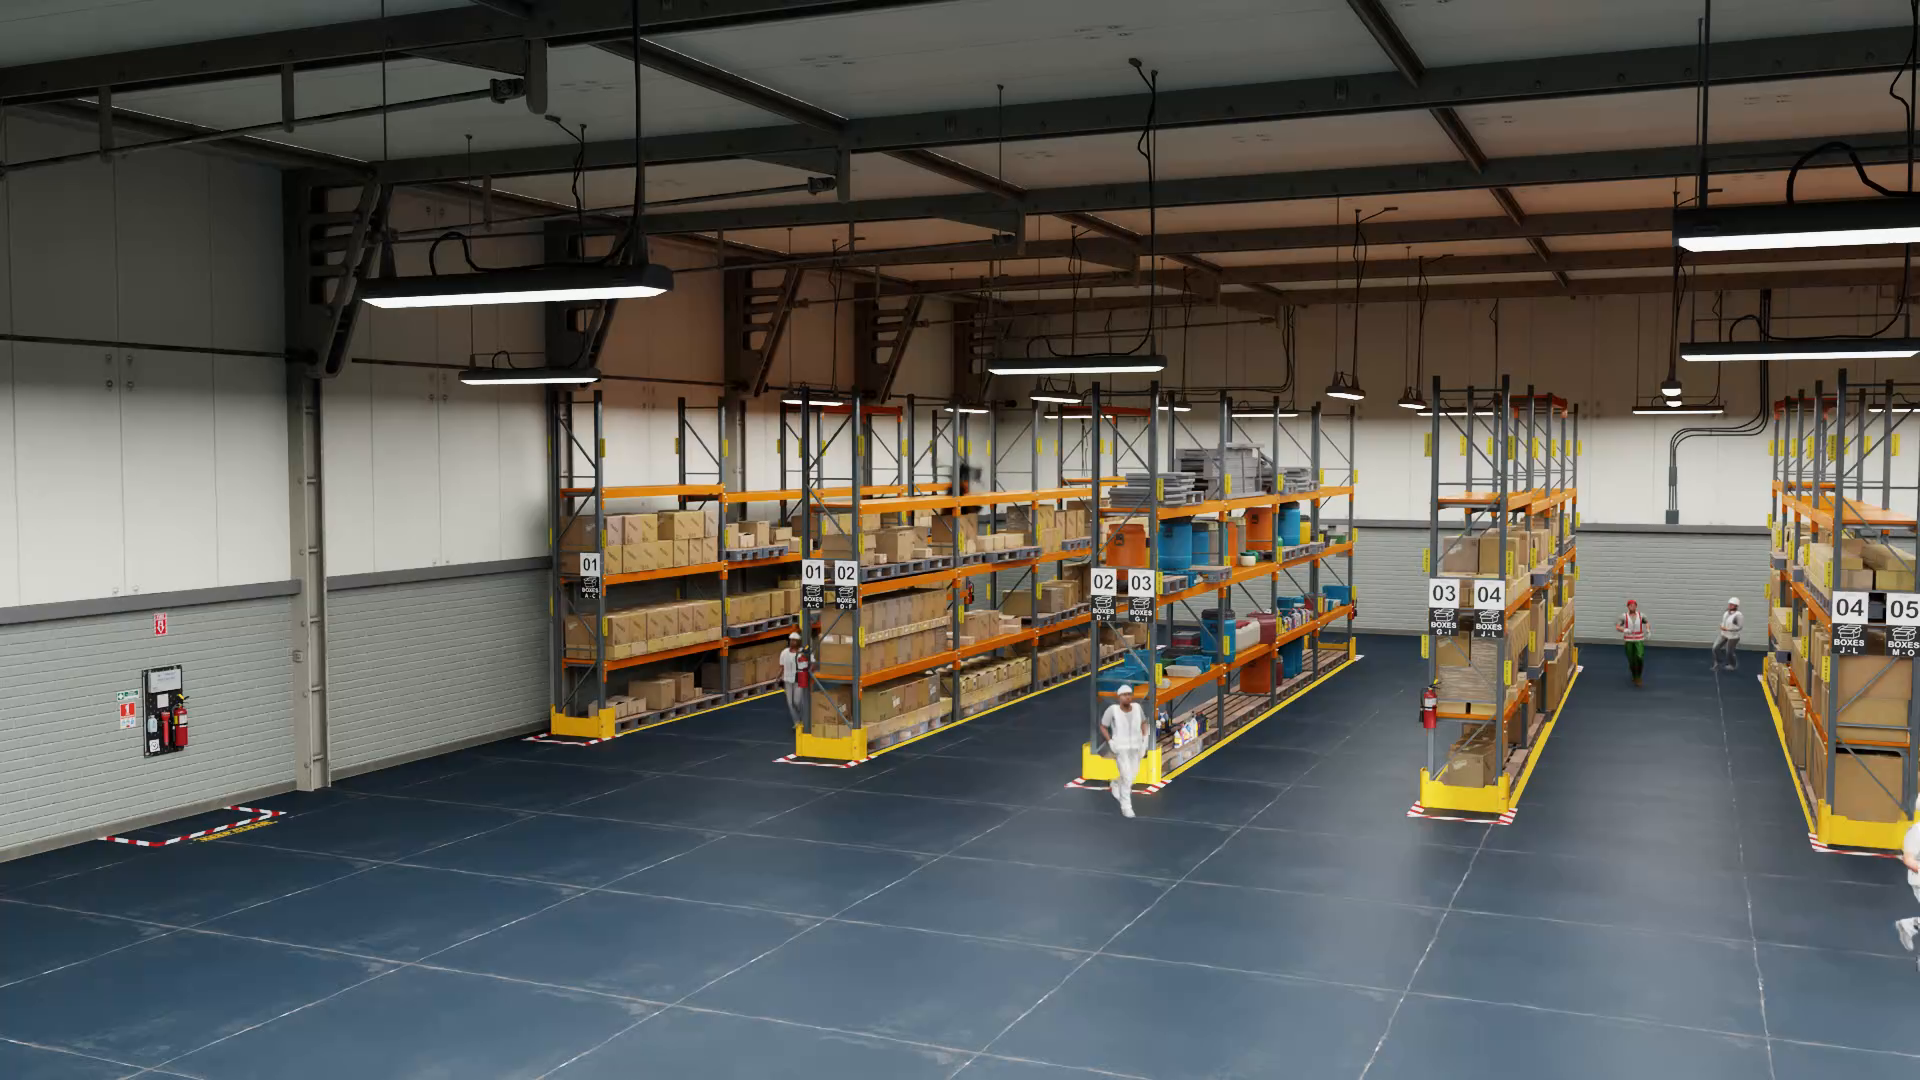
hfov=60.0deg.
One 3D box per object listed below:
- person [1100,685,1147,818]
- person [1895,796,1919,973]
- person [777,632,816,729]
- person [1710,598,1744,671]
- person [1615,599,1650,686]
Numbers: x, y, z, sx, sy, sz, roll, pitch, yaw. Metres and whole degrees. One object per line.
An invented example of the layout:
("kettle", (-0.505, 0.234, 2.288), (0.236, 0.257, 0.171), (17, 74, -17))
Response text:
("person", (2.245, 2.868, 22.860), (0.672, 1.790, 0.773), (-1, 3, -20))
("person", (9.179, 3.266, 15.788), (0.692, 1.744, 0.630), (-2, 4, -35))
("person", (-2.932, 2.500, 29.485), (0.674, 1.721, 0.569), (1, 3, 17))
("person", (17.159, 2.116, 37.003), (0.674, 1.715, 0.816), (-1, 3, -11))
("person", (14.249, 2.179, 35.243), (0.692, 1.847, 0.652), (1, 3, 18))
